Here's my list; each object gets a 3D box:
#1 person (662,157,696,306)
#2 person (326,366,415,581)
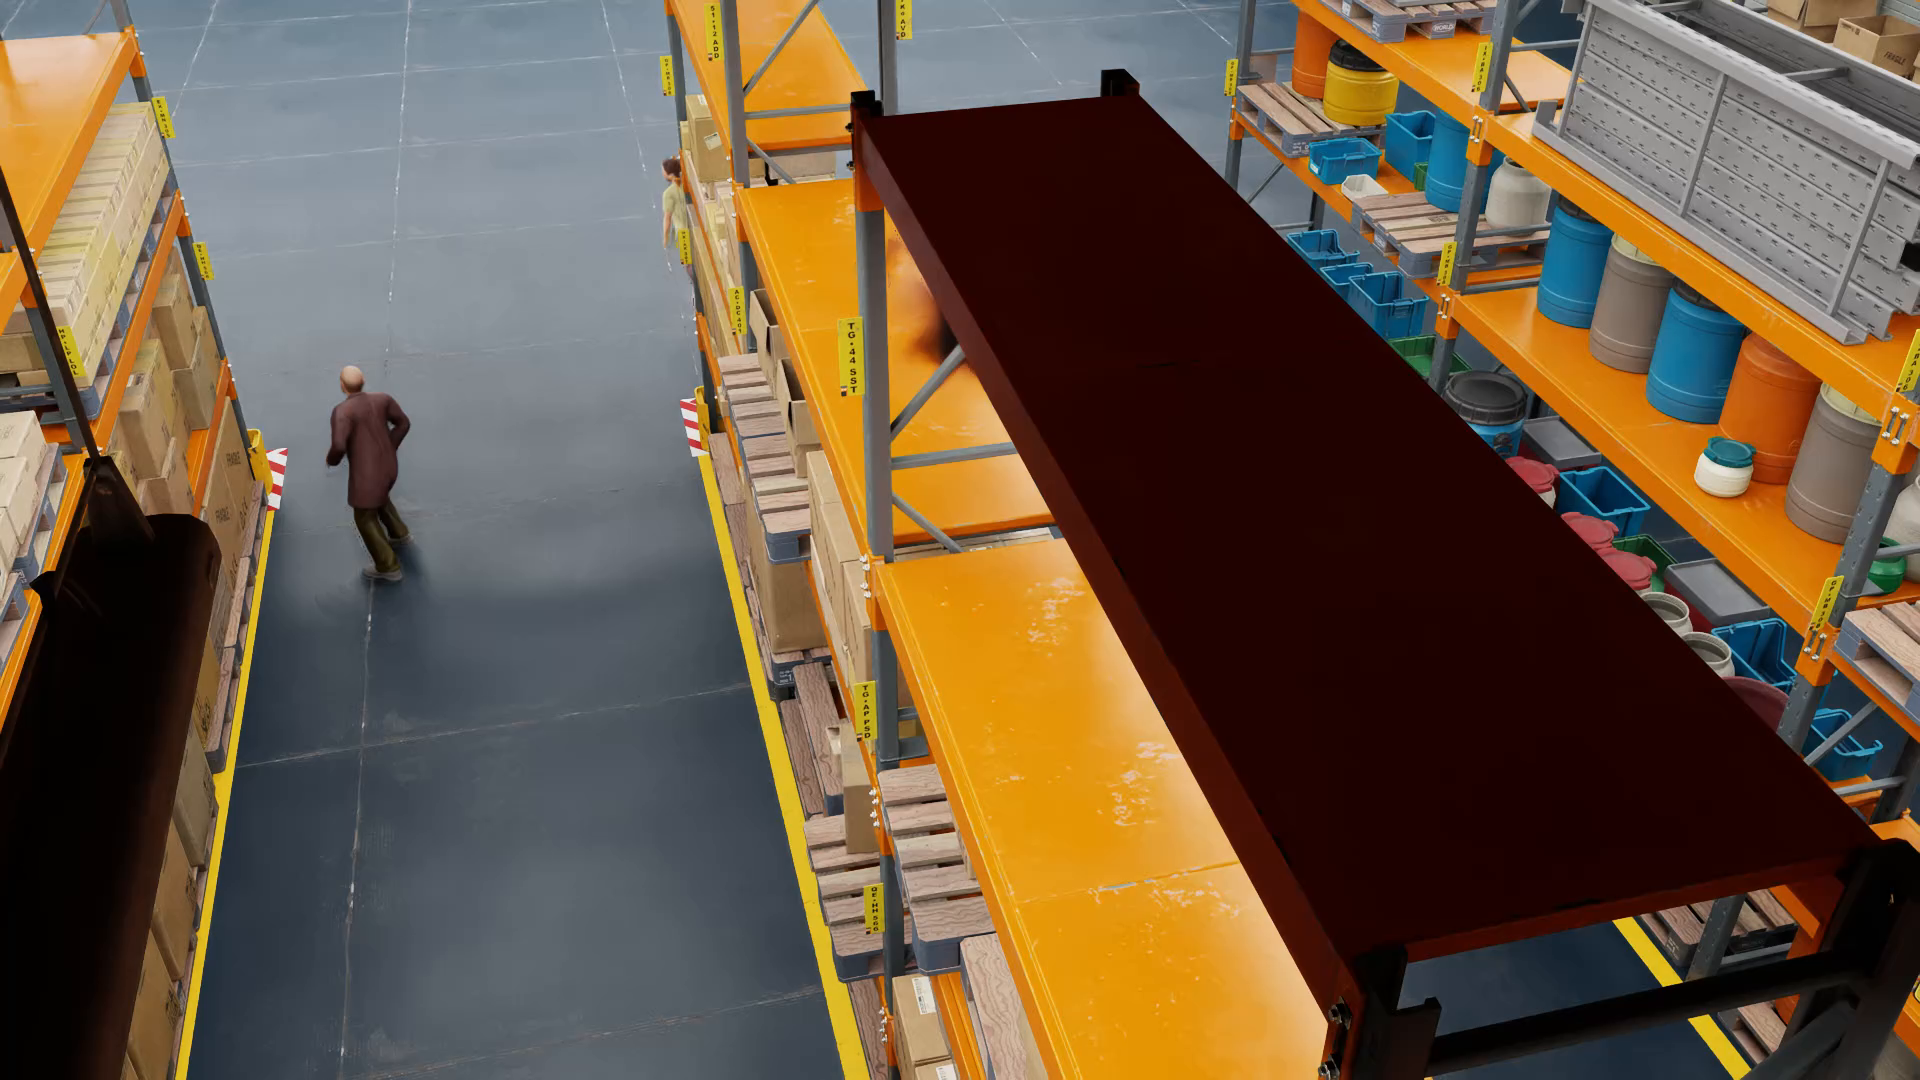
[{"bbox_3d":[-2.757,-3.175,17.295,0.621,1.635,0.521,-27,43,-34],"label":"person"},{"bbox_3d":[-4.726,-0.569,13.483,0.673,1.695,0.745,19,39,26],"label":"person"}]
